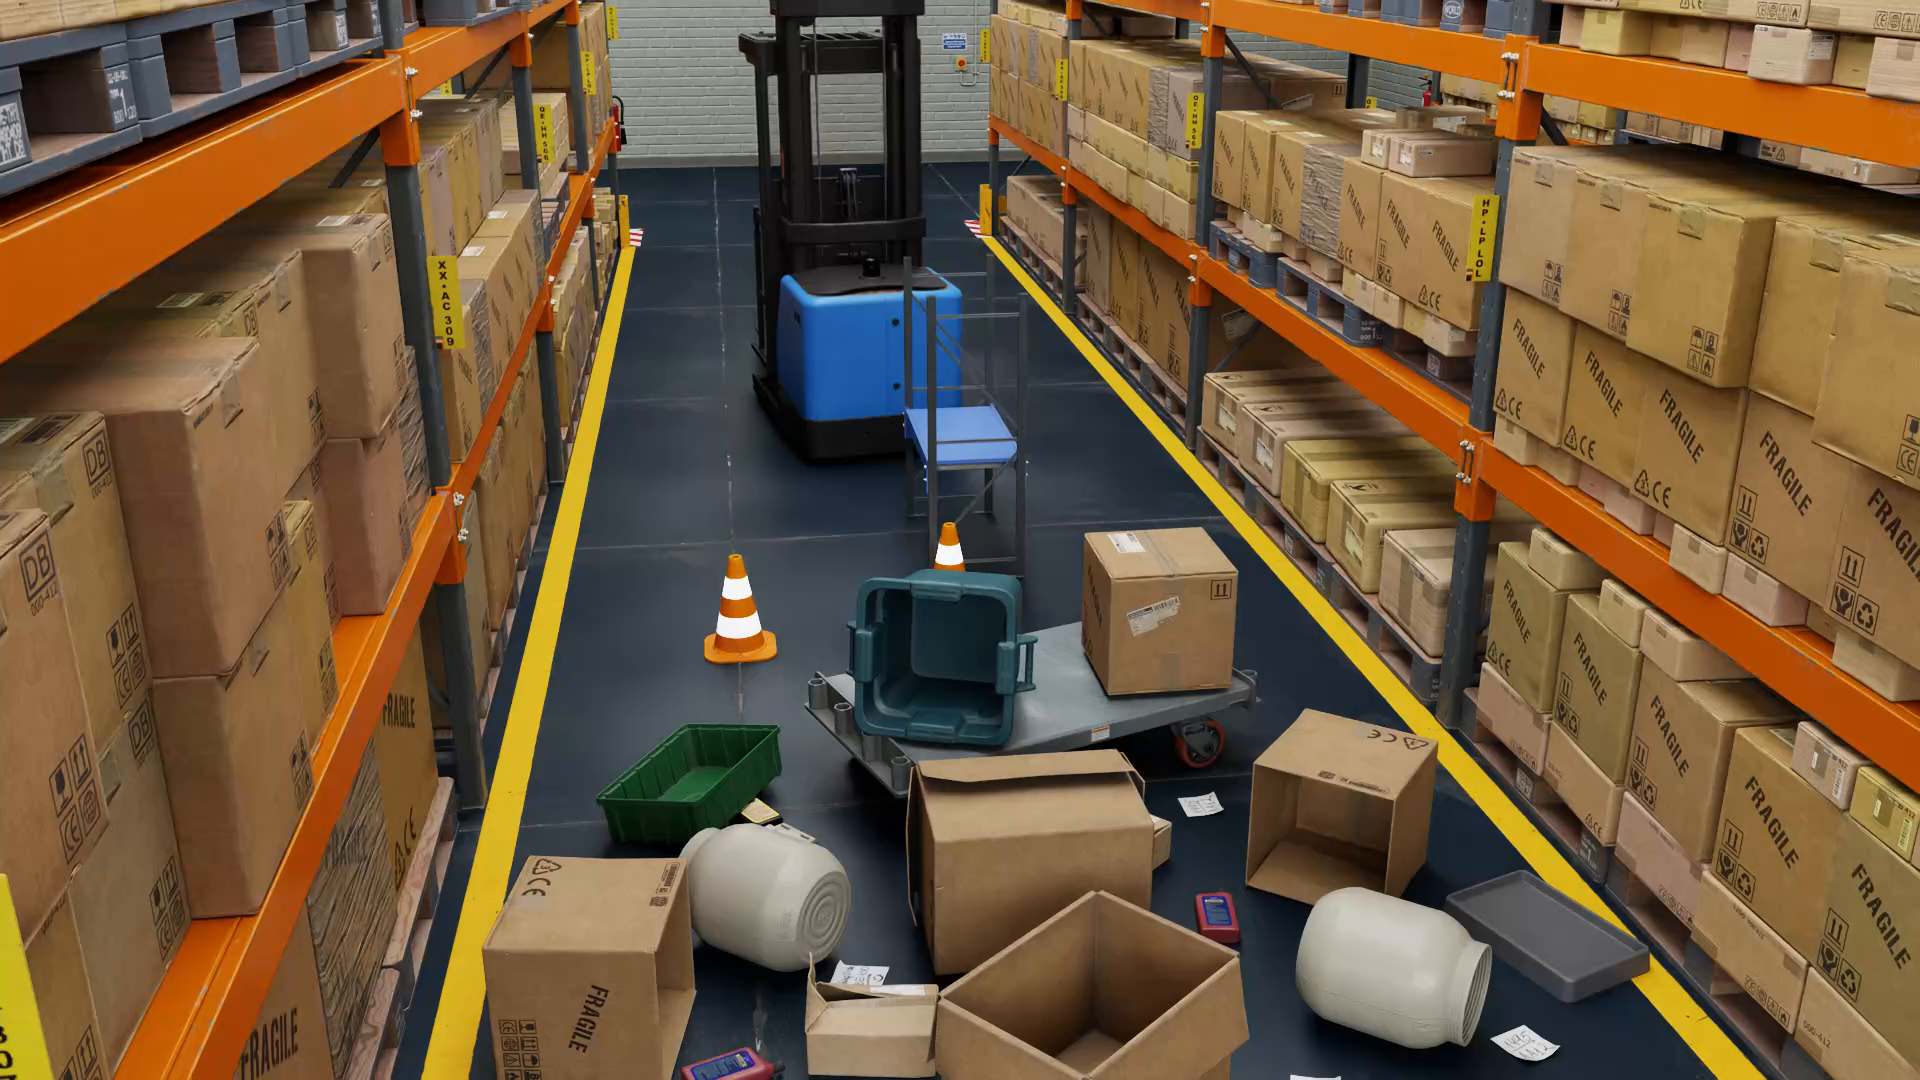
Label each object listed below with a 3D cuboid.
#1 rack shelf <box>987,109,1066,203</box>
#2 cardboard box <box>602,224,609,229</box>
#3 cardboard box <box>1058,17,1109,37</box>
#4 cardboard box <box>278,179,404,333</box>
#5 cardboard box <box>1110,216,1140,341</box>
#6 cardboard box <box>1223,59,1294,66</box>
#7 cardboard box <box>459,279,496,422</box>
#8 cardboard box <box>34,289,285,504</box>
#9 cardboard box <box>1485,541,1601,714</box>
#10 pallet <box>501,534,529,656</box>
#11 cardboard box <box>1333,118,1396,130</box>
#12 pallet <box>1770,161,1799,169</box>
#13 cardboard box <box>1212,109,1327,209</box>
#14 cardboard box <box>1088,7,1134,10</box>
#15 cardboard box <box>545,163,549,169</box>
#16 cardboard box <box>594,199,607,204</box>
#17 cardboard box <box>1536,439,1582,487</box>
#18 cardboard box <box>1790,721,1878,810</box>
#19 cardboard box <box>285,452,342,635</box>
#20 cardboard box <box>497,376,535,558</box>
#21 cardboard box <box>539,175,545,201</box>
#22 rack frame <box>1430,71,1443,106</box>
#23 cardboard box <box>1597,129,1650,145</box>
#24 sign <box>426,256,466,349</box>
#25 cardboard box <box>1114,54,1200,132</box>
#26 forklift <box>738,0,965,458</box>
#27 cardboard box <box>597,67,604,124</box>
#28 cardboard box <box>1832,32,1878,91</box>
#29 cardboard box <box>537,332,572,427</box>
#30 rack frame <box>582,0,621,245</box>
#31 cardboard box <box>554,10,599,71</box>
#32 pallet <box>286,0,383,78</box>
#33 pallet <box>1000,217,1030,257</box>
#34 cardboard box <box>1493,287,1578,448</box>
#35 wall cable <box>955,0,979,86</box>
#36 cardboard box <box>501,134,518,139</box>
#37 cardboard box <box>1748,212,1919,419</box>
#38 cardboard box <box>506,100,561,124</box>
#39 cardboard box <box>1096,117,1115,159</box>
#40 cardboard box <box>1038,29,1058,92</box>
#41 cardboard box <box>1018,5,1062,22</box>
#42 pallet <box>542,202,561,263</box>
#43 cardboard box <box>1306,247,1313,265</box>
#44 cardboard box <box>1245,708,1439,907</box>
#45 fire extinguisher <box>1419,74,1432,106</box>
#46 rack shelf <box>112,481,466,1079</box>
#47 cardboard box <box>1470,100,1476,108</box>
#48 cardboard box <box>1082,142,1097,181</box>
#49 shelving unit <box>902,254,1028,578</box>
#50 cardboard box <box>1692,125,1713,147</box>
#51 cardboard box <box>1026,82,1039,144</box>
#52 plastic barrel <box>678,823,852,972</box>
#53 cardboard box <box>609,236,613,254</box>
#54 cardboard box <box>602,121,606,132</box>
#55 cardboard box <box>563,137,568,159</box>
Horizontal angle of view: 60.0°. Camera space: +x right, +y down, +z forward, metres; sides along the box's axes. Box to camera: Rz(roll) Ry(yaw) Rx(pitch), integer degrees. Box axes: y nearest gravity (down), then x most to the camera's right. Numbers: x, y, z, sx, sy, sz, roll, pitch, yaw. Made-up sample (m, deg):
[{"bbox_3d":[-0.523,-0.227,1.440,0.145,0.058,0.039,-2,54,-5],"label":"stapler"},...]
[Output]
[{"bbox_3d":[1.105,-3.764,16.036,1.077,0.370,4.000,-3,21,-8],"label":"rack shelf"},{"bbox_3d":[-3.526,-2.893,15.725,0.380,0.149,0.250,-2,21,-5],"label":"cardboard box"},{"bbox_3d":[1.034,-4.319,13.993,0.380,0.149,0.250,-3,21,-9],"label":"cardboard box"},{"bbox_3d":[-2.415,-1.041,6.145,0.700,0.500,0.500,-3,21,-9],"label":"cardboard box"},{"bbox_3d":[1.700,-2.087,12.954,0.875,0.875,0.875,-2,21,-6],"label":"cardboard box"},{"bbox_3d":[2.000,-3.073,11.586,0.500,0.500,0.500,-2,21,-6],"label":"cardboard box"},{"bbox_3d":[-2.220,-0.772,6.852,0.500,0.500,0.500,-3,21,-7],"label":"cardboard box"},{"bbox_3d":[-2.098,-0.239,3.812,0.875,0.550,0.500,-3,21,-8],"label":"cardboard box"},{"bbox_3d":[2.364,0.319,6.333,0.500,0.500,0.500,-2,21,-5],"label":"cardboard box"},{"bbox_3d":[-2.702,0.265,8.204,1.003,0.211,1.213,-3,21,-8],"label":"pallet"},{"bbox_3d":[2.396,-2.085,9.343,0.500,0.500,0.500,-3,21,-9],"label":"cardboard box"},{"bbox_3d":[6.596,-2.859,12.858,1.003,0.211,1.213,-3,21,-8],"label":"pallet"},{"bbox_3d":[1.806,-2.239,9.757,0.500,0.500,0.500,-4,21,-9],"label":"cardboard box"},{"bbox_3d":[1.404,-4.879,15.492,0.380,0.149,0.250,-3,21,-8],"label":"cardboard box"},{"bbox_3d":[-2.972,-2.581,11.173,0.380,0.149,0.250,-3,21,-8],"label":"cardboard box"},{"bbox_3d":[-3.623,-3.213,16.154,0.380,0.149,0.250,-4,21,-10],"label":"cardboard box"},{"bbox_3d":[2.362,-0.311,6.121,0.380,0.149,0.250,-2,21,-6],"label":"cardboard box"},{"bbox_3d":[2.561,0.616,4.612,0.380,0.149,0.250,-2,21,-5],"label":"cardboard box"},{"bbox_3d":[-2.209,0.085,4.488,0.875,0.550,0.550,-3,21,-8],"label":"cardboard box"},{"bbox_3d":[-2.786,-0.364,8.519,1.050,0.750,0.750,-3,21,-7],"label":"cardboard box"},{"bbox_3d":[-2.897,-2.263,10.747,0.380,0.149,0.250,-2,21,-5],"label":"cardboard box"},{"bbox_3d":[5.728,-5.045,18.438,1.000,3.000,0.127,-3,21,-8],"label":"rack frame"},{"bbox_3d":[6.009,-3.641,15.035,0.380,0.149,0.250,-3,21,-7],"label":"cardboard box"},{"bbox_3d":[-1.788,-0.826,5.789,0.100,0.325,0.005,-3,21,-8],"label":"sign"},{"bbox_3d":[1.423,-3.230,12.005,0.500,0.500,0.500,-3,21,-9],"label":"cardboard box"},{"bbox_3d":[-0.862,-2.366,11.363,1.130,2.935,3.031,-6,21,-15],"label":"forklift"},{"bbox_3d":[-3.534,-4.026,15.140,0.500,0.500,0.500,-2,21,-5],"label":"cardboard box"},{"bbox_3d":[2.570,-1.271,4.405,0.380,0.149,0.250,-3,21,-7],"label":"cardboard box"},{"bbox_3d":[-2.764,-1.023,10.640,0.500,0.500,0.500,-4,21,-10],"label":"cardboard box"},{"bbox_3d":[-4.067,-4.509,17.002,1.000,3.000,0.127,-3,21,-8],"label":"rack frame"},{"bbox_3d":[-3.519,-4.480,14.926,0.500,0.500,0.500,-4,21,-10],"label":"cardboard box"},{"bbox_3d":[-2.230,-1.434,4.609,1.003,0.211,1.213,-3,21,-8],"label":"pallet"},{"bbox_3d":[1.009,-3.215,17.521,1.003,0.211,1.213,-3,21,-8],"label":"pallet"},{"bbox_3d":[2.334,-0.659,6.125,0.500,0.500,0.500,-3,21,-8],"label":"cardboard box"},{"bbox_3d":[-0.019,-7.236,22.805,0.585,1.953,0.123,-3,21,-8],"label":"wall cable"},{"bbox_3d":[-2.861,-2.445,10.384,0.380,0.149,0.250,-3,21,-8],"label":"cardboard box"},{"bbox_3d":[2.658,-0.601,4.542,0.700,0.500,0.500,-3,21,-8],"label":"cardboard box"},{"bbox_3d":[-3.165,-3.170,12.326,0.380,0.149,0.250,-4,21,-9],"label":"cardboard box"},{"bbox_3d":[1.327,-3.051,12.598,0.500,0.250,0.500,-3,21,-7],"label":"cardboard box"},{"bbox_3d":[0.987,-4.250,14.735,0.500,0.500,0.500,-3,21,-9],"label":"cardboard box"},{"bbox_3d":[0.766,-5.026,15.887,0.380,0.149,0.250,-3,21,-7],"label":"cardboard box"},{"bbox_3d":[-3.122,-1.891,10.266,1.213,0.211,1.003,-3,21,-8],"label":"pallet"},{"bbox_3d":[2.044,-1.513,8.738,0.380,0.149,0.250,-2,21,-6],"label":"cardboard box"},{"bbox_3d":[1.354,0.970,5.900,0.500,0.500,0.500,12,24,29],"label":"cardboard box"},{"bbox_3d":[5.249,-4.862,18.591,0.296,0.674,0.183,-3,21,-8],"label":"fire extinguisher"},{"bbox_3d":[-2.049,0.675,4.150,1.077,0.370,4.000,-3,21,-8],"label":"rack shelf"},{"bbox_3d":[5.658,-4.625,17.672,0.380,0.149,0.250,-3,21,-8],"label":"cardboard box"},{"bbox_3d":[1.271,-2.994,13.159,0.500,0.250,0.500,-3,21,-9],"label":"cardboard box"},{"bbox_3d":[0.012,-0.673,8.875,0.538,1.500,1.048,-3,21,-8],"label":"shelving unit"},{"bbox_3d":[6.125,-3.294,13.340,0.396,0.266,0.258,-2,21,-5],"label":"cardboard box"},{"bbox_3d":[0.907,-3.955,15.374,0.500,0.500,0.500,-3,21,-9],"label":"cardboard box"},{"bbox_3d":[-0.656,1.168,5.484,0.512,0.421,0.421,12,24,30],"label":"plastic barrel"},{"bbox_3d":[-3.548,-2.849,16.031,0.380,0.149,0.250,-4,21,-10],"label":"cardboard box"},{"bbox_3d":[-3.631,-4.032,16.082,0.380,0.149,0.250,-2,21,-6],"label":"cardboard box"},{"bbox_3d":[-3.199,-2.986,12.682,0.380,0.149,0.250,-3,21,-7],"label":"cardboard box"}]
